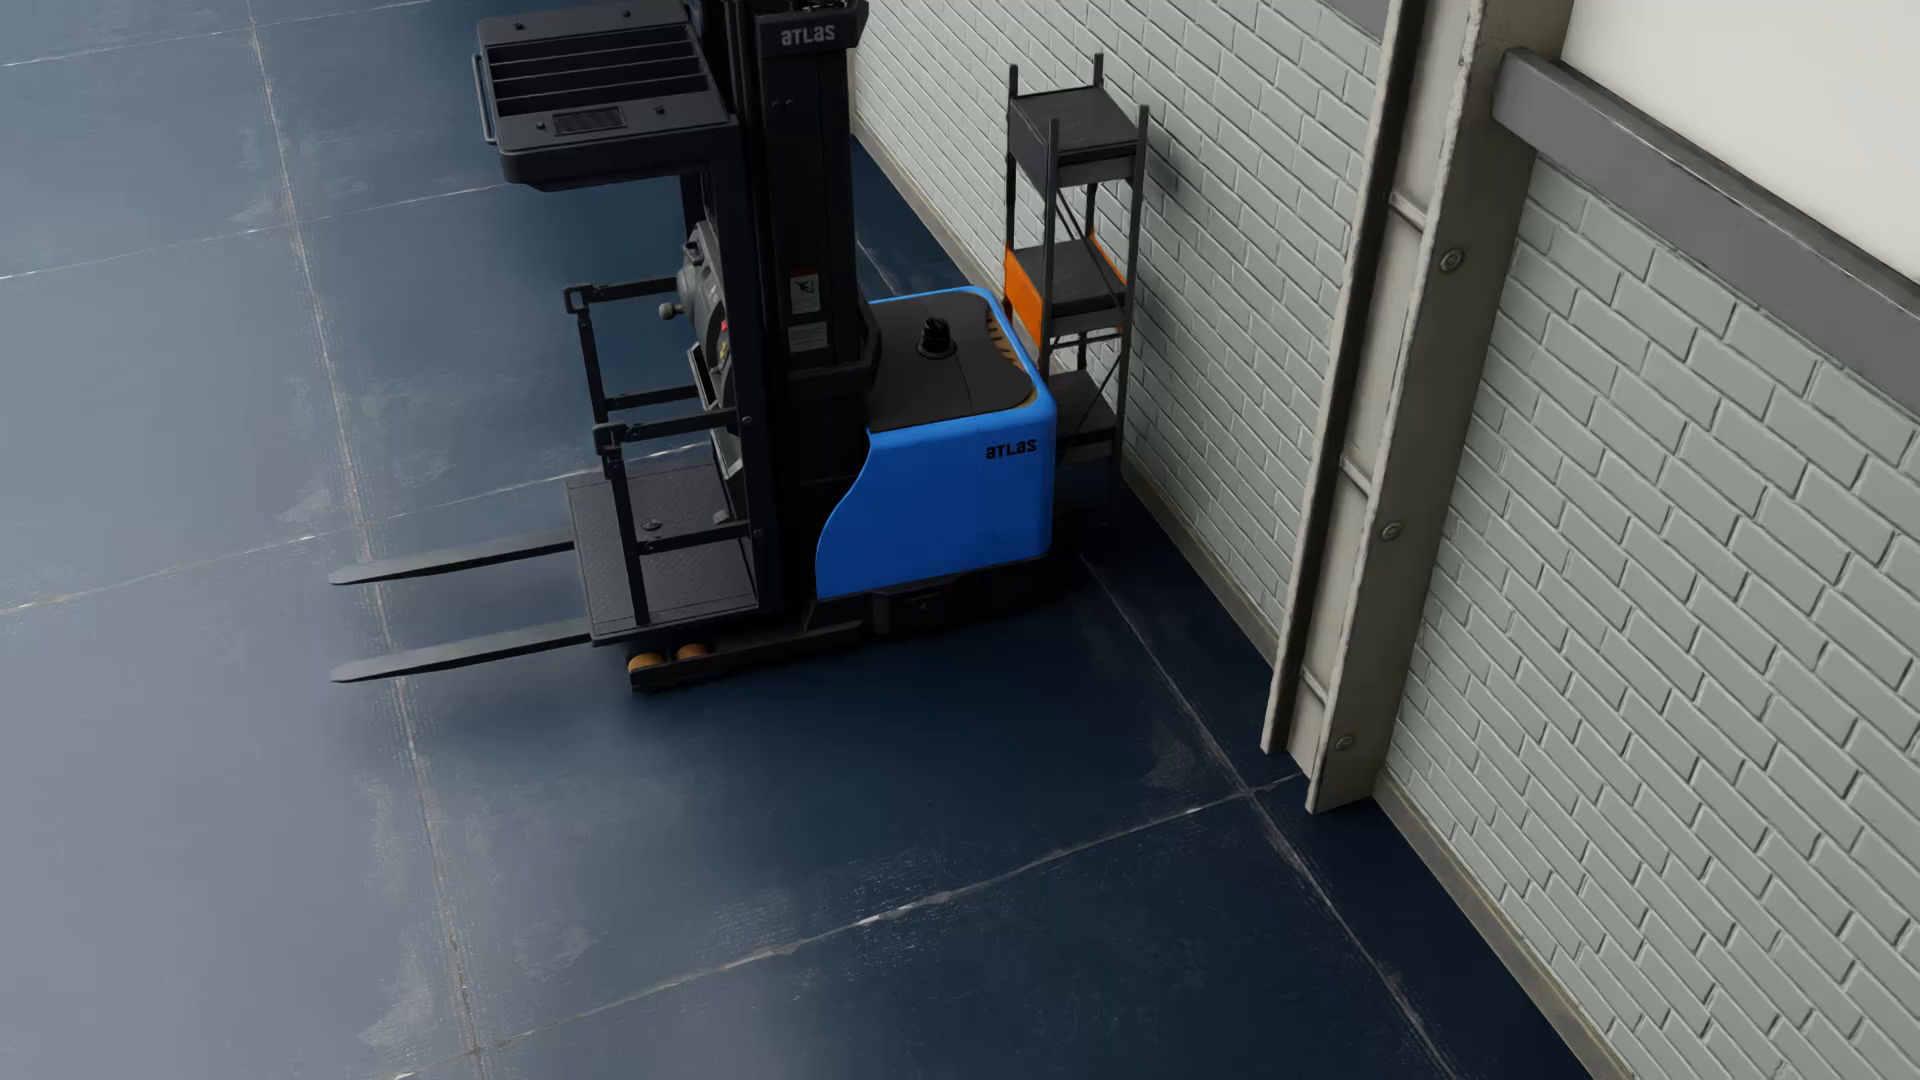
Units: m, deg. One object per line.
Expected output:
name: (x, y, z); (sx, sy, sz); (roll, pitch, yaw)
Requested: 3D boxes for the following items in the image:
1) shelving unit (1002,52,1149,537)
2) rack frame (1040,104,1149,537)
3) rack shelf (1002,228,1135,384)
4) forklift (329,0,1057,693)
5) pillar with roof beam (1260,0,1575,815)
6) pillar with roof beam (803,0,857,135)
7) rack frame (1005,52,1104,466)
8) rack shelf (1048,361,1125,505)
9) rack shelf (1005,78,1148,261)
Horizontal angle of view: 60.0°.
shelving unit: (0.462, -0.988, 7.207); (0.431, 2.100, 0.503); (-11, 42, -13)
rack frame: (0.534, -0.836, 7.031); (0.400, 2.100, 0.015); (-11, 42, -13)
rack shelf: (0.462, -0.978, 7.216); (0.431, 0.518, 0.480); (-11, 42, -13)
forklift: (-1.169, -0.864, 6.425); (3.031, 2.935, 1.130); (-11, 42, -12)
pillar with roof beam: (-2.552, -1.430, 2.430); (9.100, 9.000, 0.400); (-15, 43, -17)
pillar with roof beam: (-4.847, -5.045, 6.633); (9.100, 9.000, 0.400); (-15, 43, -17)
rack frame: (0.389, -1.140, 7.384); (0.400, 2.100, 0.015); (-11, 42, -13)
rack shelf: (0.462, -0.447, 7.673); (0.431, 0.518, 0.480); (-11, 42, -13)
rack shelf: (0.462, -1.509, 6.760); (0.431, 0.518, 0.480); (-11, 42, -13)
